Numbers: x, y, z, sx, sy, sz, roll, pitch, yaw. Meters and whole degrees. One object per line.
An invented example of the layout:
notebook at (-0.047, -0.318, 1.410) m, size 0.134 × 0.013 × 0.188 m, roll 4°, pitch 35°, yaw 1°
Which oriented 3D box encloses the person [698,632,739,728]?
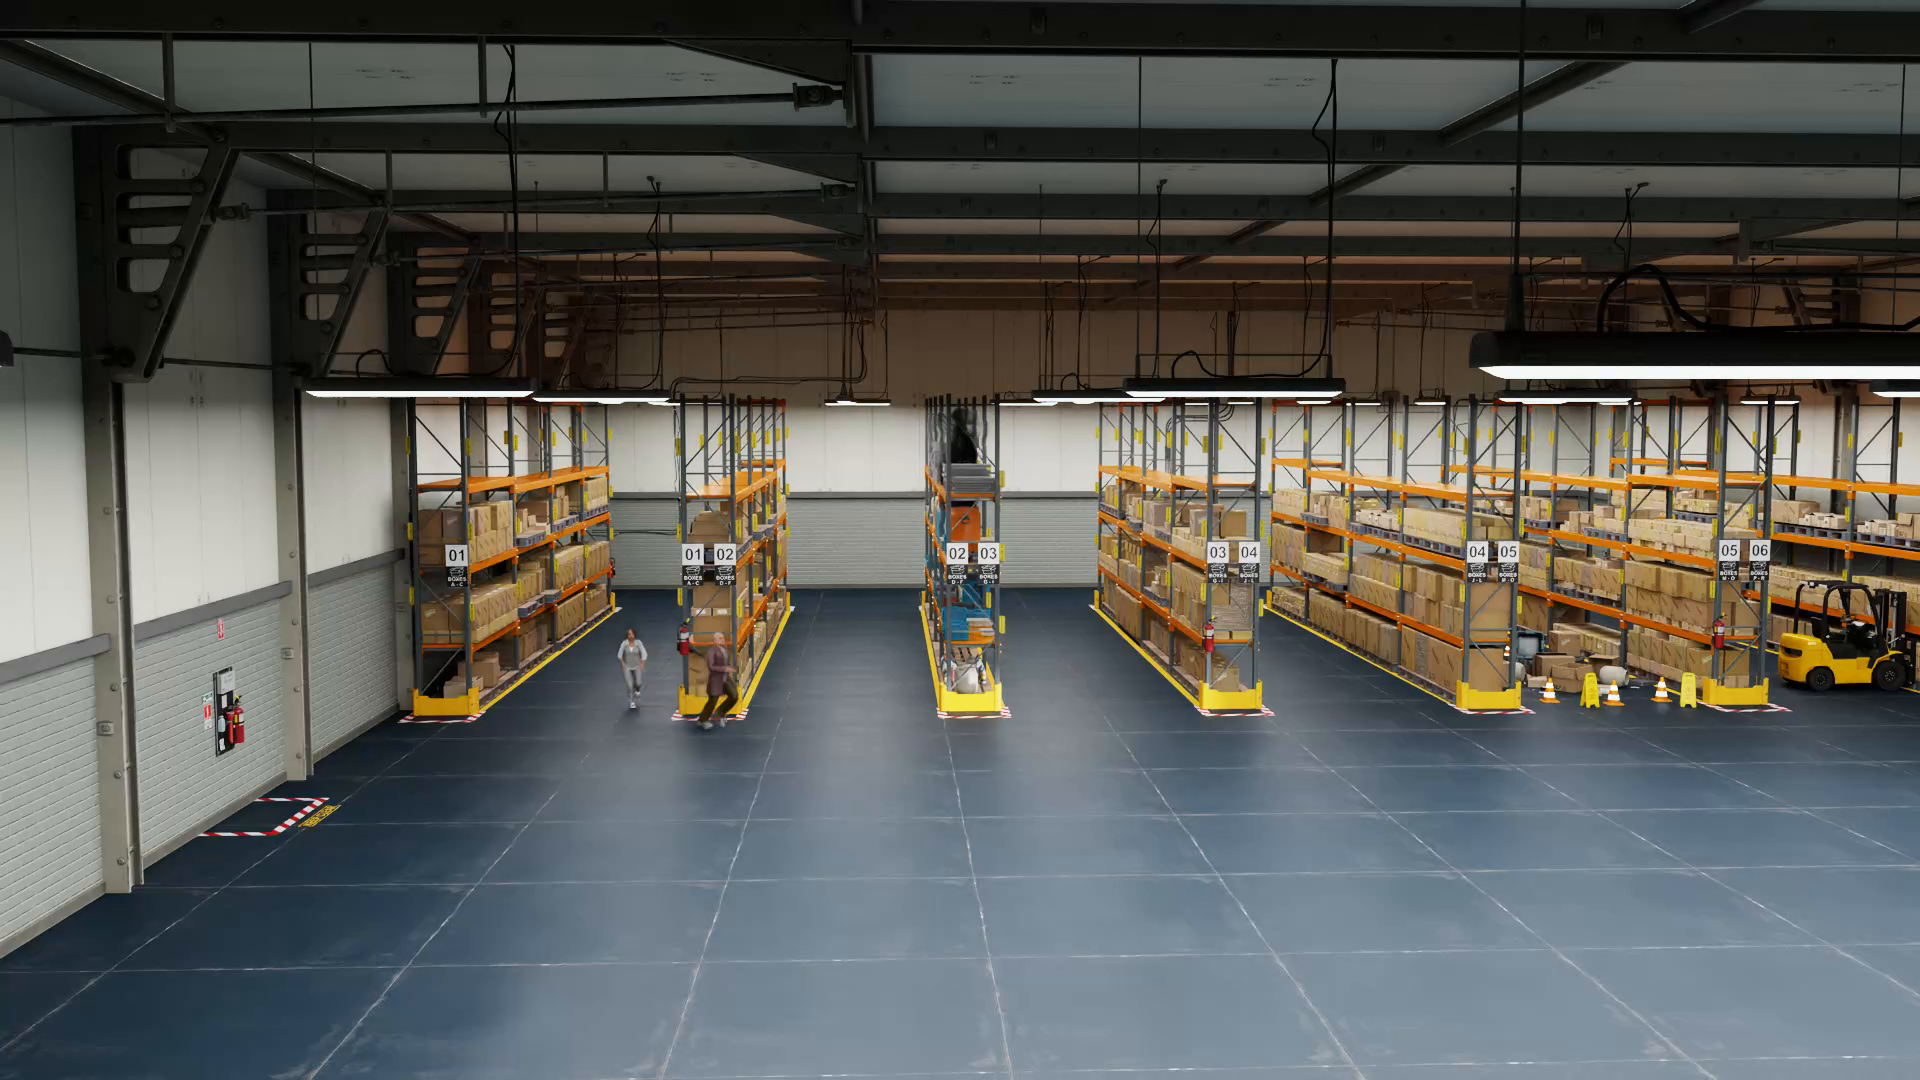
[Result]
person at (-4.265, 2.589, 29.615) m, size 0.897 × 1.549 × 0.730 m, roll 3°, pitch 6°, yaw 36°

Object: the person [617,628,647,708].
person at (-6.255, 2.448, 31.733) m, size 0.550 × 1.535 × 0.548 m, roll -1°, pitch 5°, yaw -9°

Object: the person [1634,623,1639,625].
person at (16.130, 1.763, 39.179) m, size 0.654 × 1.731 × 0.654 m, roll -1°, pitch 5°, yaw -14°
